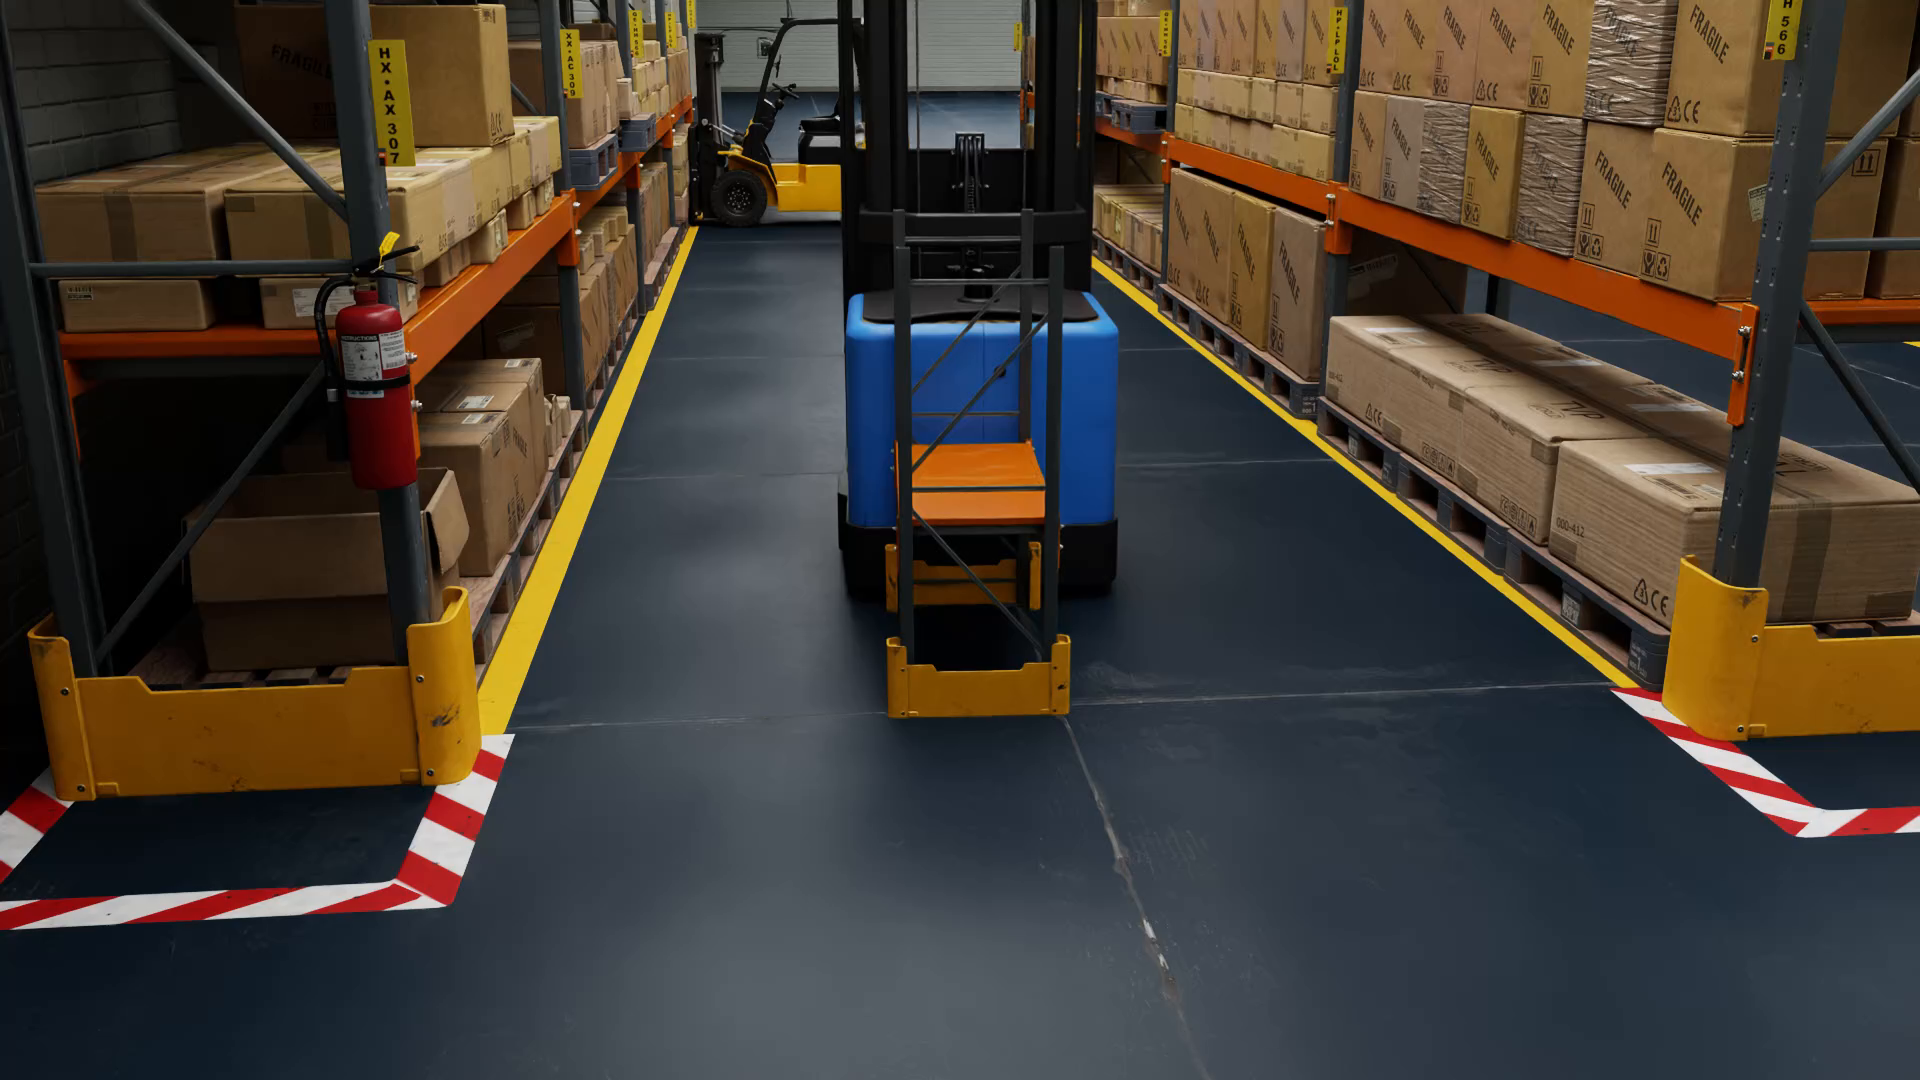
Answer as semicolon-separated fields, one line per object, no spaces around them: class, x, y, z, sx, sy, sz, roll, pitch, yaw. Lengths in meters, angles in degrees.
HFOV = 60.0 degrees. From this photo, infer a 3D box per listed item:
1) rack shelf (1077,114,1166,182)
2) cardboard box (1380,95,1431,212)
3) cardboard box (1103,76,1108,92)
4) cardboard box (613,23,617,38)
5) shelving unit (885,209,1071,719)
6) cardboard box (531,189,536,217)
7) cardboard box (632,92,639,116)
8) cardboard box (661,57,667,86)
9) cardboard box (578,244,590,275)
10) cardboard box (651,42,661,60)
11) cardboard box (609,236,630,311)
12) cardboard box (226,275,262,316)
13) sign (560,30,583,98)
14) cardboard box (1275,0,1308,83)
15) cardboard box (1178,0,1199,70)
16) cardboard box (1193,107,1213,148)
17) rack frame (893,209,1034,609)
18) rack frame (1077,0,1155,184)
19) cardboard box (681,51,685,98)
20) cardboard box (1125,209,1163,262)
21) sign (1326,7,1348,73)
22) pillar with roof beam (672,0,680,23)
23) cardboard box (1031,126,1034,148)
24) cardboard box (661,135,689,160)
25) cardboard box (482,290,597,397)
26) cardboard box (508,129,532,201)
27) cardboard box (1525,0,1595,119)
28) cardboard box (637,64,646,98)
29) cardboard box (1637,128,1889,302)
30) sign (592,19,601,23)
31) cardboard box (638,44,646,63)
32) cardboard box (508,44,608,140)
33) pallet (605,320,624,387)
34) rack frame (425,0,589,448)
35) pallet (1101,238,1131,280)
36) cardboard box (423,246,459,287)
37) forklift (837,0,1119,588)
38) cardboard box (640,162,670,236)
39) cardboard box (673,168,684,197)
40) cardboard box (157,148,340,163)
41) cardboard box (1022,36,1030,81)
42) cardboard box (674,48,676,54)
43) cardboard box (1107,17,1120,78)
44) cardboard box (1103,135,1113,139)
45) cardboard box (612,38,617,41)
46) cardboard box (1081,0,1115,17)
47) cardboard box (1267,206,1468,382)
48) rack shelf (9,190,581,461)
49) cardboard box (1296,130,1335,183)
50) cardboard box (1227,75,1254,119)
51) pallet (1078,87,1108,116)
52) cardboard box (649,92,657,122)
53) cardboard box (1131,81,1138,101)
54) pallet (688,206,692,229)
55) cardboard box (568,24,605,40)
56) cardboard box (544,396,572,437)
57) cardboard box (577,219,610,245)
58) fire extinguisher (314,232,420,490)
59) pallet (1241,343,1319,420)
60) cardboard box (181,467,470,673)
rack shelf;1.859;-3.514;14.565;1.077;0.370;4.000;-2;18;-6
cardboard box;2.314;-1.820;7.799;0.500;0.500;0.500;-2;18;-5
cardboard box;1.503;-4.125;15.027;0.380;0.149;0.250;-2;17;-5
cardboard box;-3.717;-5.267;17.198;0.380;0.149;0.250;-2;18;-6
shelving unit;0.036;-0.305;5.645;0.587;1.500;1.083;-1;17;-3
cardboard box;-2.075;-1.476;7.290;0.380;0.149;0.250;-1;17;-4
cardboard box;-2.422;-3.004;11.456;0.380;0.149;0.250;-1;17;-5
cardboard box;-2.979;-4.328;15.370;0.500;0.250;0.500;-2;18;-7
cardboard box;-2.405;-1.661;9.849;0.380;0.149;0.250;-2;18;-6
cardboard box;-2.851;-4.336;14.731;0.380;0.149;0.250;-2;18;-7
cardboard box;-2.573;-1.846;11.522;0.500;0.500;0.500;-2;18;-6
cardboard box;-2.312;-0.772;5.048;0.380;0.149;0.250;-1;17;-4
sign;-1.920;-2.348;8.202;0.100;0.325;0.005;-2;18;-6
cardboard box;2.122;-2.874;9.488;0.500;0.500;0.500;-1;17;-5
cardboard box;1.873;-3.632;11.902;0.500;0.500;0.500;-2;18;-7
cardboard box;1.936;-2.884;11.607;0.500;0.250;0.500;-2;18;-7
rack frame;0.011;-0.460;6.138;0.500;1.500;0.032;-1;17;-3
rack frame;1.653;-4.454;16.355;1.000;3.000;0.127;-2;18;-6
cardboard box;-3.287;-5.093;18.223;0.500;0.500;0.500;-2;18;-7
cardboard box;1.933;-2.597;14.126;0.950;0.372;0.625;-2;18;-7
sign;1.940;-2.565;8.539;0.100;0.325;0.005;-2;18;-6
pillar with roof beam;-2.714;-15.401;41.211;9.100;9.000;0.400;-2;18;-6
cardboard box;1.110;-4.480;19.077;0.500;0.500;0.500;-2;18;-8
cardboard box;-3.127;-4.119;17.509;0.500;0.250;0.500;-1;17;-4
cardboard box;-2.285;-1.074;9.064;0.500;0.500;0.500;-1;17;-3
cardboard box;-2.059;-1.544;6.841;0.500;0.250;0.500;-2;18;-6
cardboard box;2.473;-1.842;6.199;0.500;0.500;0.500;-2;18;-6
cardboard box;-2.724;-3.563;12.935;0.500;0.250;0.500;-1;17;-4
cardboard box;2.578;-1.062;5.384;0.500;0.500;0.500;-2;18;-5
sign;-4.249;-5.926;19.469;0.100;0.325;0.005;-2;18;-6
cardboard box;-2.755;-3.953;13.510;0.380;0.149;0.250;-1;17;-4
cardboard box;-2.339;-2.469;9.166;0.700;0.500;0.500;-2;17;-5
pallet;-2.709;-1.191;10.617;1.003;0.211;1.213;-2;18;-6
rack frame;-2.459;-1.916;8.271;1.000;3.000;0.127;-2;18;-6
pallet;1.864;-2.527;14.874;1.003;0.211;1.213;-2;18;-6
cardboard box;-1.906;-0.939;5.580;0.380;0.149;0.250;-1;17;-4
forklift;0.018;-1.606;7.400;1.130;2.935;3.031;-1;17;-3
cardboard box;-3.219;-3.211;15.662;0.875;0.625;0.625;-1;17;-3
cardboard box;-3.027;-3.580;16.627;0.500;0.250;0.500;-2;18;-6
cardboard box;-2.456;-1.224;5.823;0.500;0.250;0.500;-1;17;-4
cardboard box;1.014;-5.685;19.615;0.500;0.500;0.500;-2;18;-6
cardboard box;-3.115;-5.067;17.060;0.380;0.149;0.250;-2;18;-6
cardboard box;1.570;-4.245;14.327;0.500;0.500;0.500;-2;18;-8
cardboard box;1.794;-4.043;17.685;0.500;0.500;0.500;-1;17;-3
cardboard box;-3.650;-5.050;17.004;0.380;0.149;0.250;-1;17;-4
cardboard box;1.350;-5.002;15.654;0.380;0.149;0.250;-2;18;-6
cardboard box;2.335;-1.439;9.599;0.875;0.875;0.875;-1;17;-4
rack shelf;-2.252;-0.977;6.481;1.077;0.370;4.000;-2;18;-6
cardboard box;2.181;-2.124;9.186;0.500;0.250;0.500;-2;18;-7
cardboard box;2.003;-2.816;10.554;0.500;0.250;0.500;-1;17;-5
pallet;1.587;-4.130;15.644;1.003;0.211;1.213;-2;18;-6
cardboard box;-2.833;-3.633;13.993;0.500;0.250;0.500;-1;17;-4
cardboard box;1.610;-3.659;13.543;0.380;0.149;0.250;-3;18;-8
pallet;-3.453;-3.571;18.200;1.003;0.211;1.213;-2;18;-6
cardboard box;-3.617;-4.884;15.980;0.380;0.149;0.250;-2;18;-6
cardboard box;-2.109;-0.599;8.135;0.380;0.149;0.250;-2;18;-7
cardboard box;-2.544;-2.045;11.072;0.380;0.149;0.250;-1;17;-4
fire extinguisher;-1.571;-0.480;4.448;0.296;0.674;0.183;-2;18;-6
pallet;2.324;-0.967;9.906;1.003;0.211;1.213;-2;18;-6
cardboard box;-2.015;0.082;5.376;0.797;0.503;0.637;-2;18;-8
